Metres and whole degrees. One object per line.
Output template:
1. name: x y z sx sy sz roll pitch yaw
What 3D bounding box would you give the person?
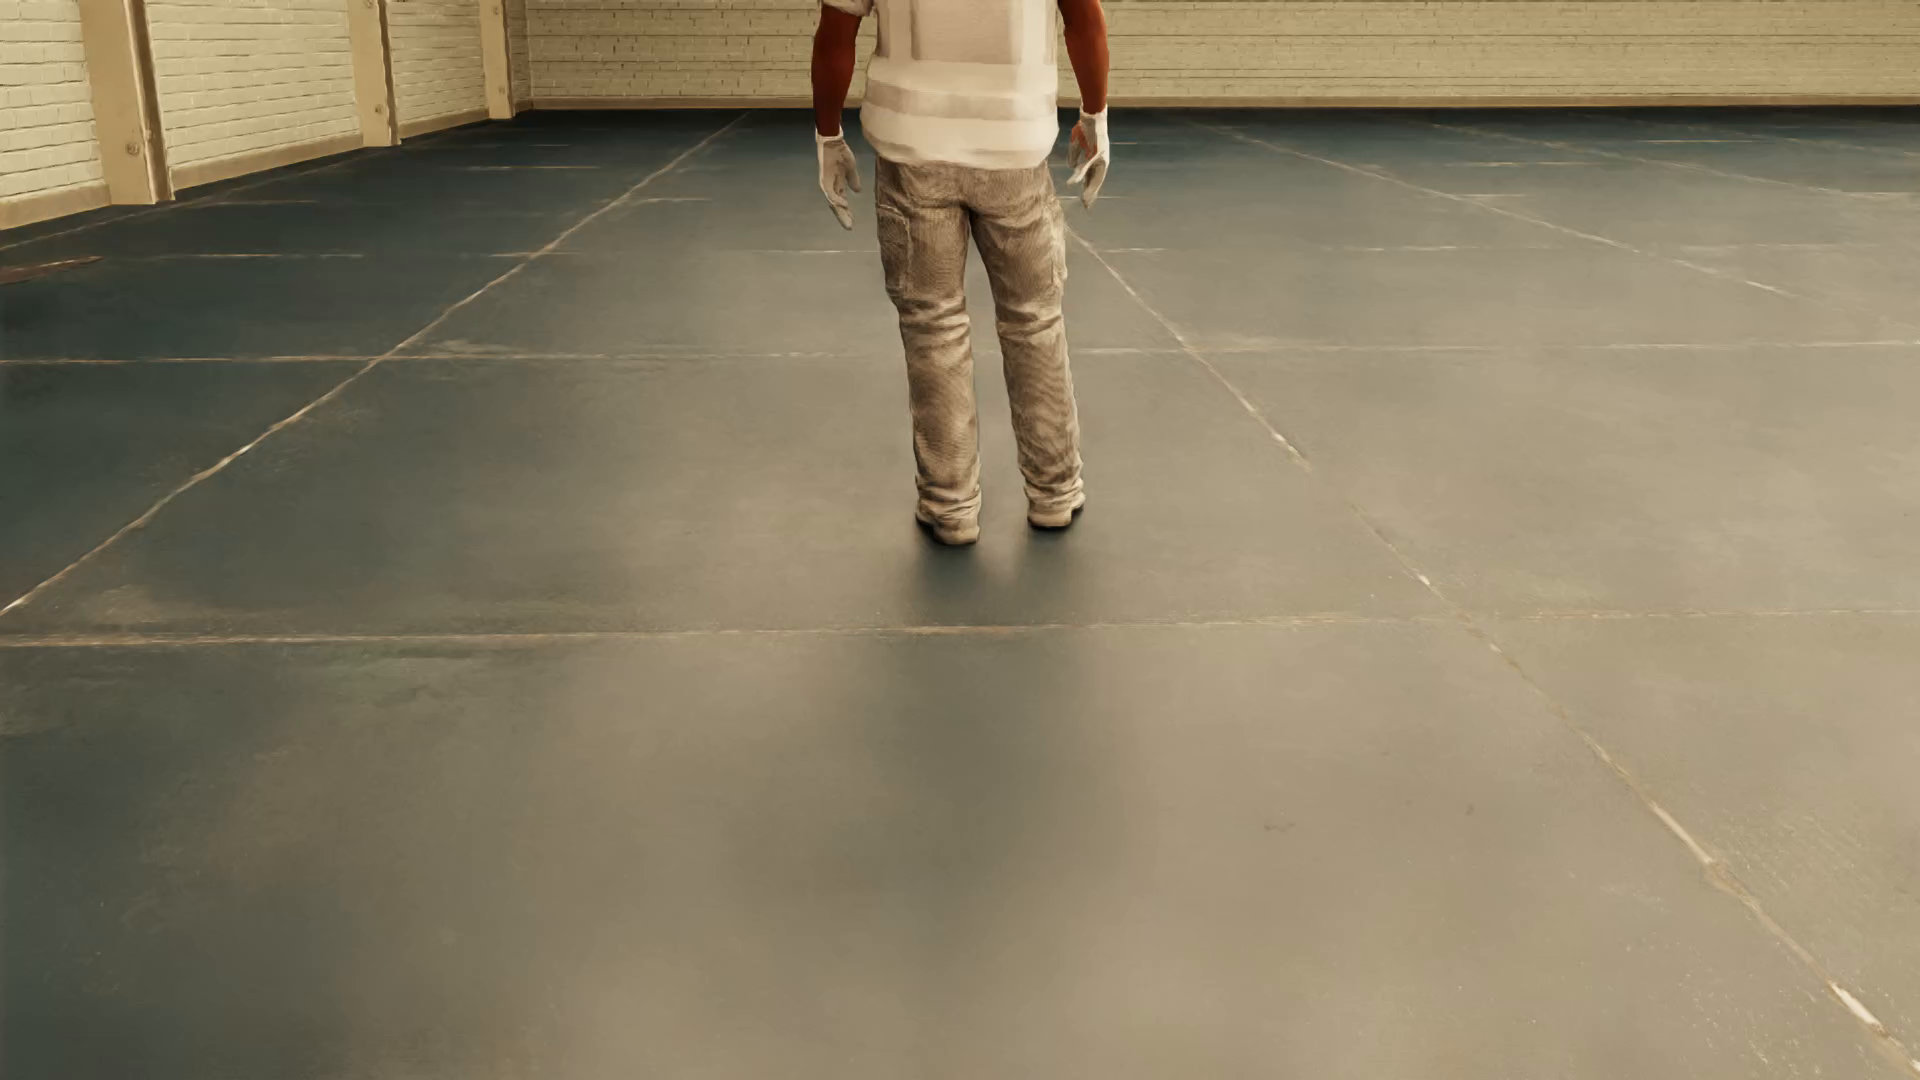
1. person: 0.004 -0.880 3.725 0.655 1.782 0.576 -1 17 -3

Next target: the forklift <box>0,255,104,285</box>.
1. forklift: -4.430 -2.009 5.476 1.130 2.935 3.031 5 18 16
